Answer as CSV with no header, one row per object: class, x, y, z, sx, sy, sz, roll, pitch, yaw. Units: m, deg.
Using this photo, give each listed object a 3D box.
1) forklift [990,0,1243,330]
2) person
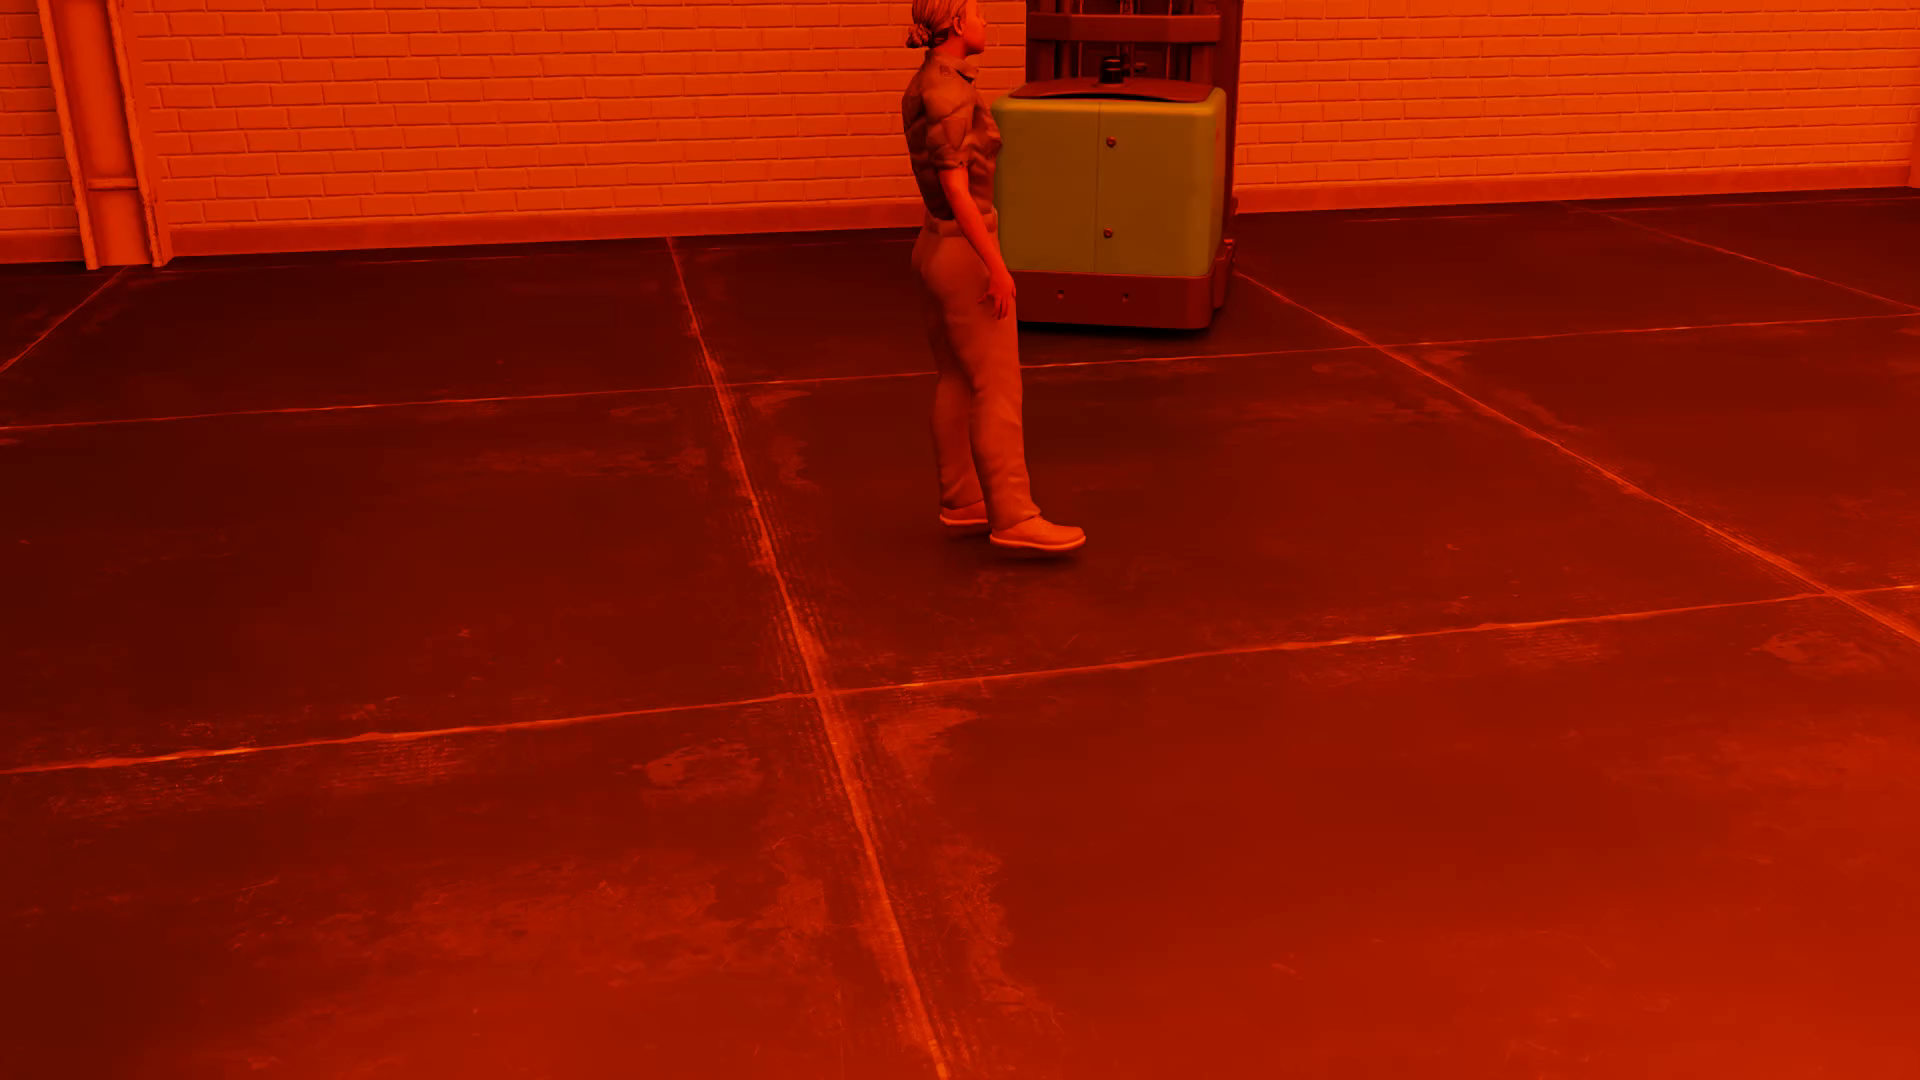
forklift,0.928,-2.826,8.584,1.130,2.935,3.031,4,21,11
person,0.090,-0.817,4.986,0.503,1.656,0.569,-5,21,-12
